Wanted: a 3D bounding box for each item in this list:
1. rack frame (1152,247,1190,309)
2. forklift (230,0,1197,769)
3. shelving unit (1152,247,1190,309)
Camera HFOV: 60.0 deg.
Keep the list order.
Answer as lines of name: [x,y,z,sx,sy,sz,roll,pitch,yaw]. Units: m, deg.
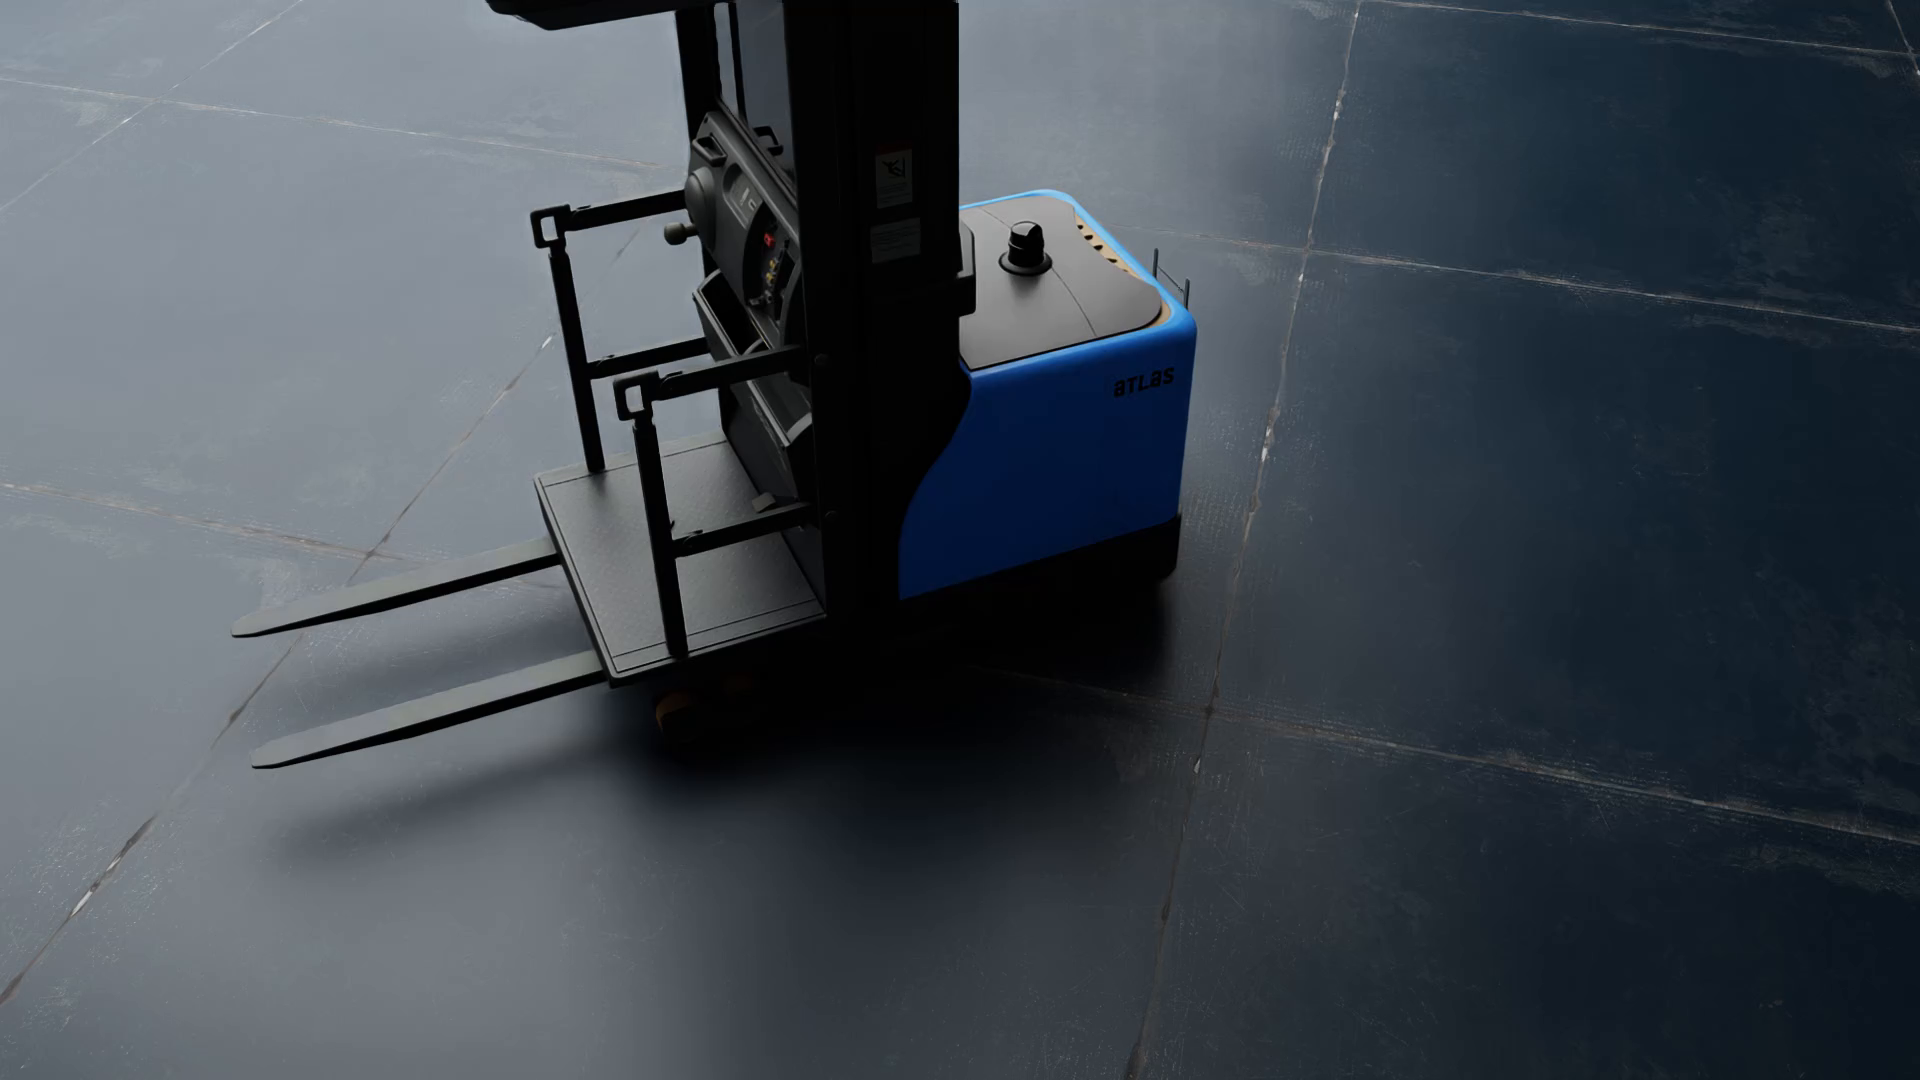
rack frame: [0.729,-0.605,6.003,0.006,0.900,0.240,-16,43,-18]
forklift: [-0.811,-0.876,4.746,3.031,2.935,1.130,-16,43,-18]
shelving unit: [0.636,-0.579,5.972,0.210,0.900,0.258,-16,43,-18]
